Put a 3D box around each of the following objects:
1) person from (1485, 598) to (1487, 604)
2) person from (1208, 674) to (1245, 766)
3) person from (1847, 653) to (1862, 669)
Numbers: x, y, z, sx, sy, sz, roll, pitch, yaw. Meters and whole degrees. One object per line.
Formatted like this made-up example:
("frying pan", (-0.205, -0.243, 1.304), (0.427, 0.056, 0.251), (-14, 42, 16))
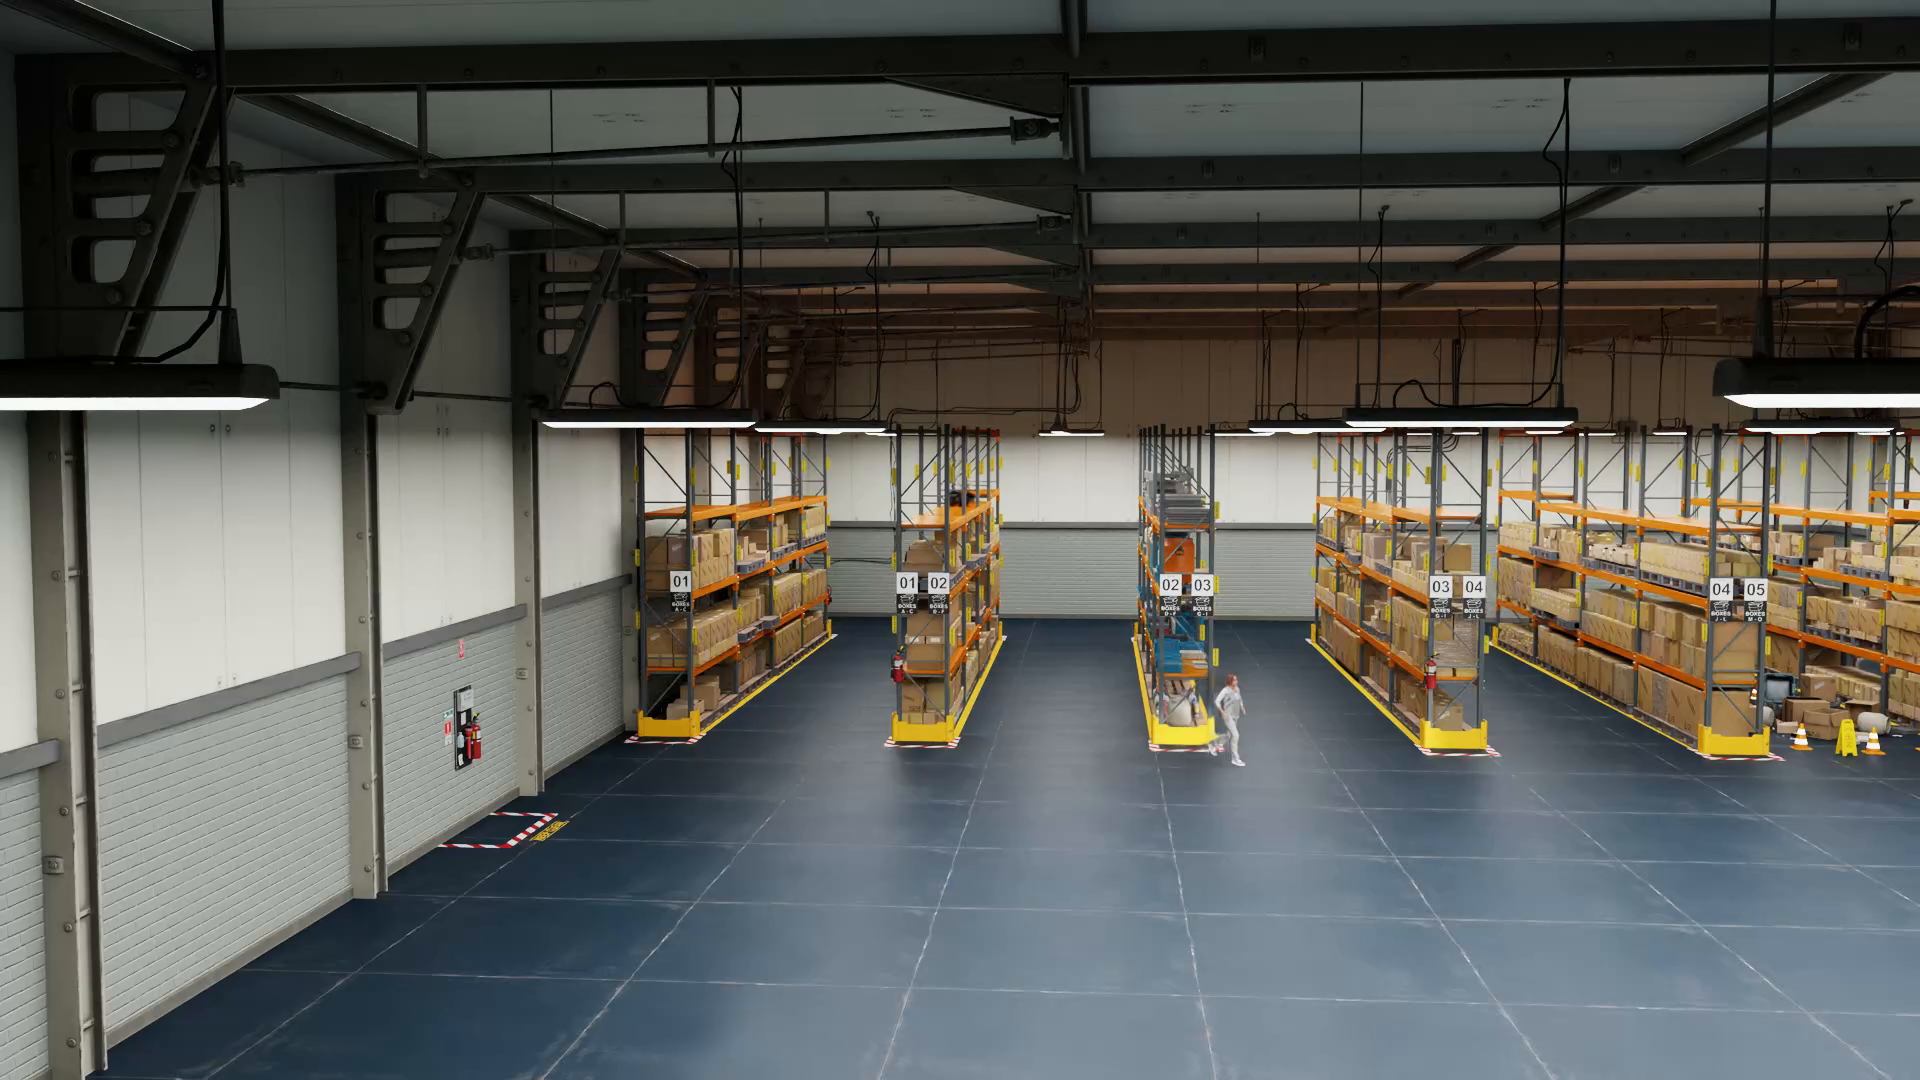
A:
("person", (14.658, 2.064, 47.445), (0.785, 1.645, 0.744), (-1, 4, -15))
("person", (4.702, 3.132, 29.245), (0.805, 1.600, 0.541), (3, 5, 45))
("person", (22.177, 2.411, 41.034), (0.565, 1.624, 0.548), (0, 3, 0))
